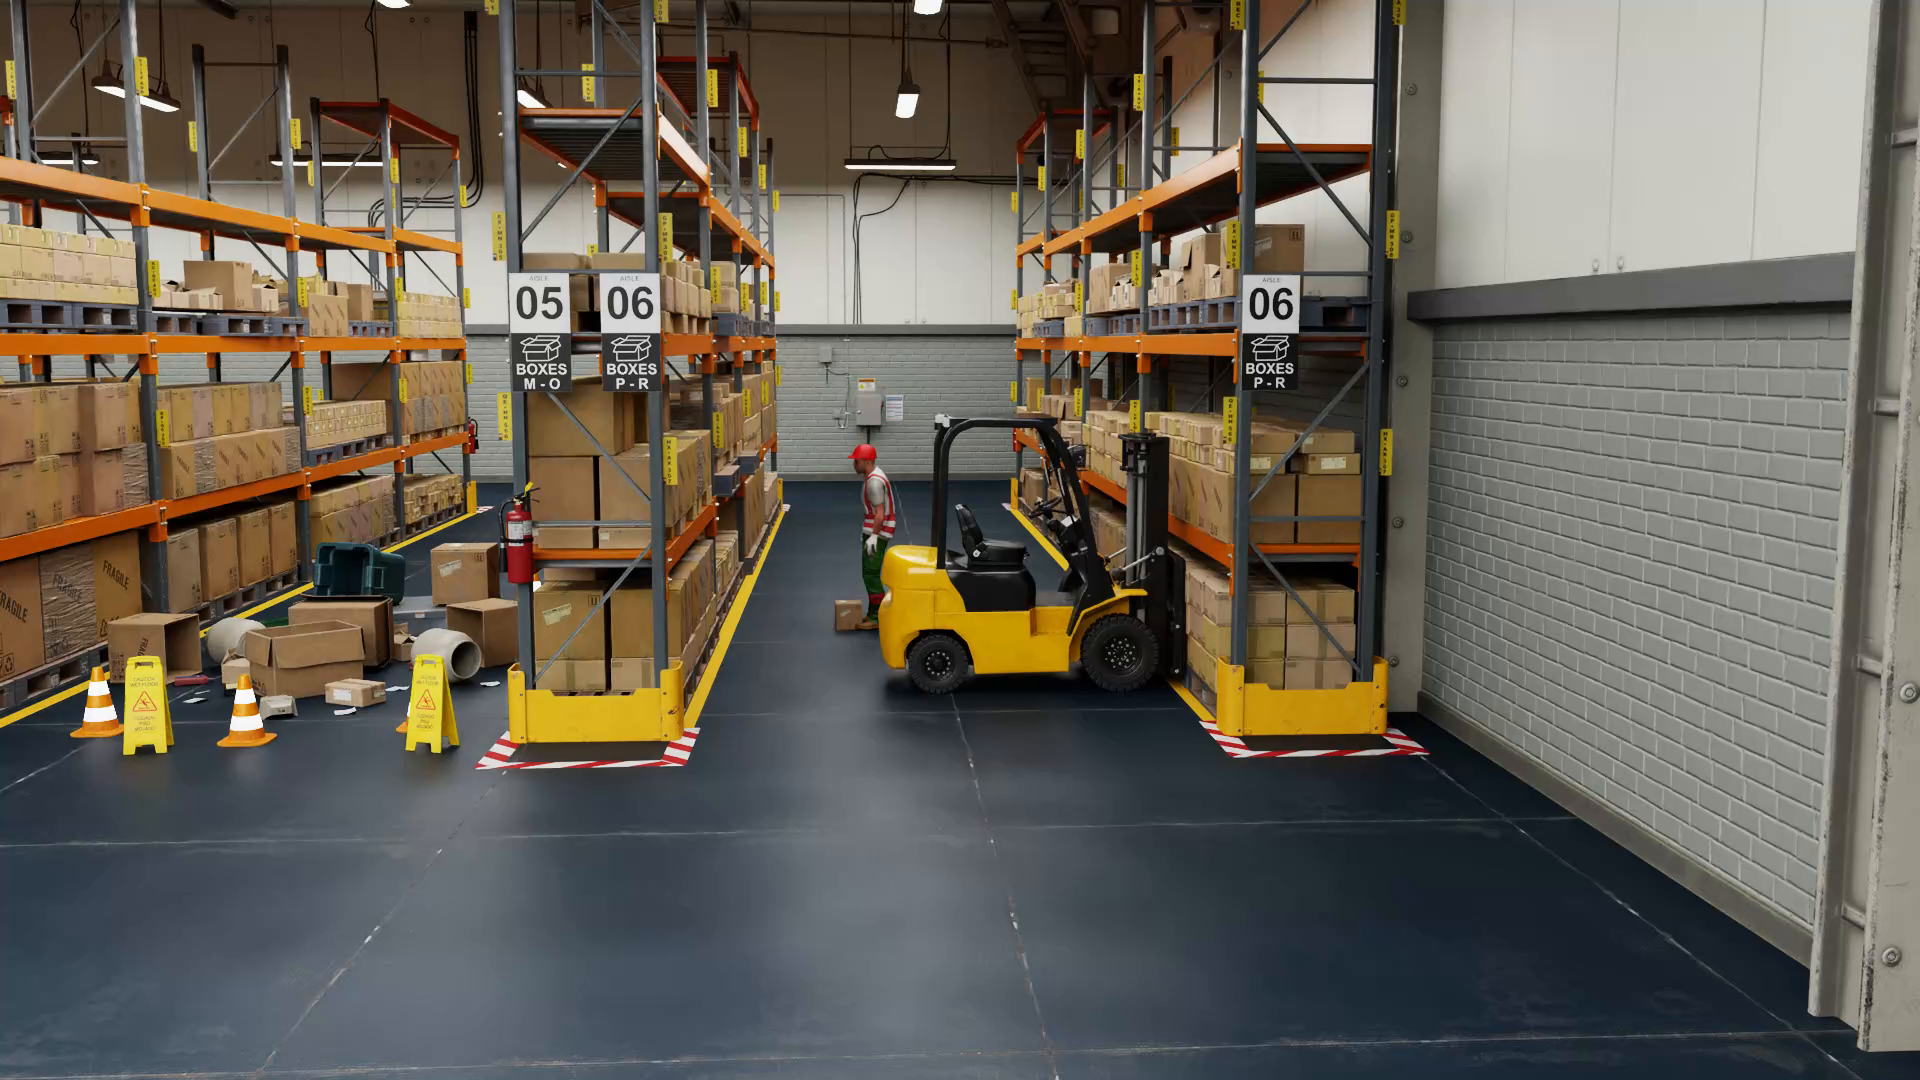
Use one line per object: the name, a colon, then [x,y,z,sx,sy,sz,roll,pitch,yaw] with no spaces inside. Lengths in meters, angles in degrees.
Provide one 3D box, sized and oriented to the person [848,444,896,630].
person: [-0.852,-0.035,15.983,0.453,1.777,0.604,-1,7,-6]
